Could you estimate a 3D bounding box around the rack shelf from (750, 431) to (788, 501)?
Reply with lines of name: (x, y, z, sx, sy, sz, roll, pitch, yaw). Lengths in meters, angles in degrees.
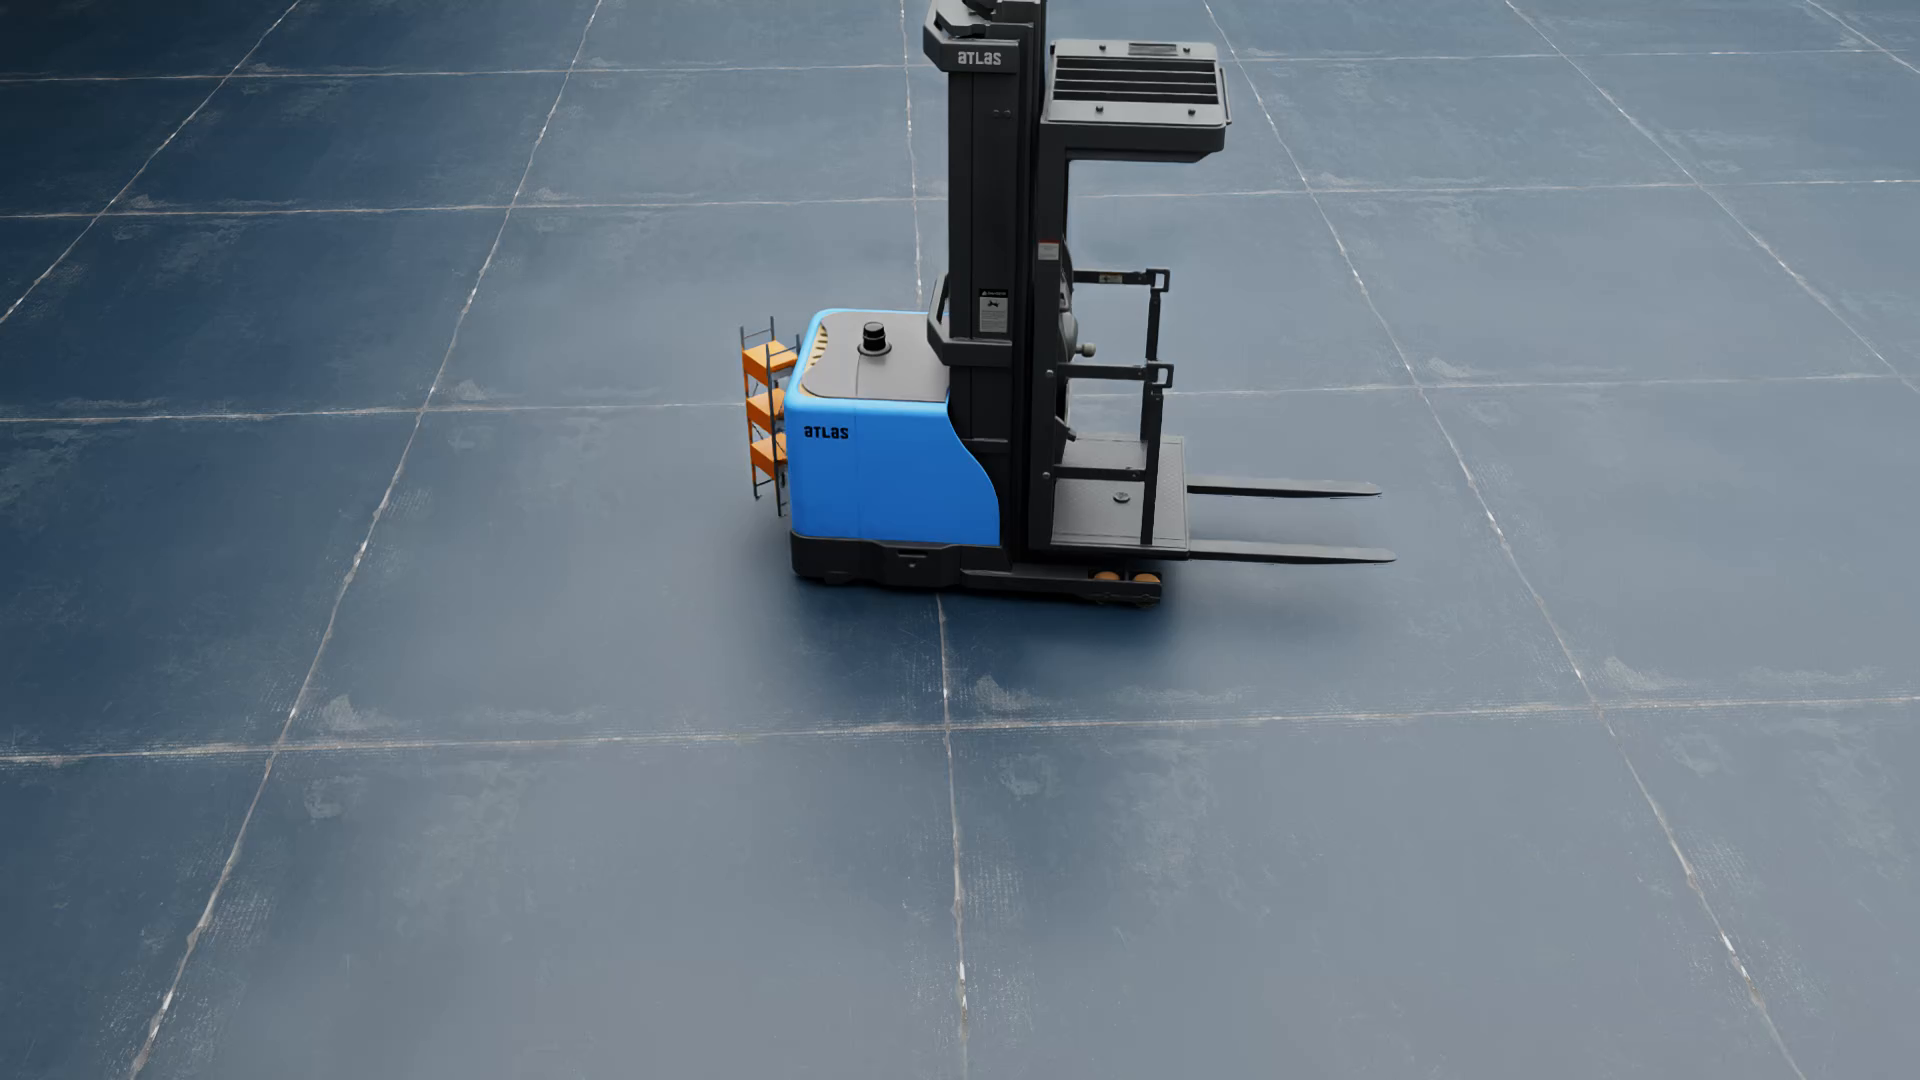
rack shelf: (-0.973, -0.404, 8.954, 0.215, 0.259, 0.240, -24, 41, -30)

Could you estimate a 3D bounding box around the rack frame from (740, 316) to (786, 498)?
rack frame: (-1.048, -0.696, 8.869, 0.200, 1.050, 0.008, -24, 41, -30)

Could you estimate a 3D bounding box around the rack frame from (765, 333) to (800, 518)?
rack frame: (-0.899, -0.586, 8.711, 0.200, 1.050, 0.008, -24, 41, -30)

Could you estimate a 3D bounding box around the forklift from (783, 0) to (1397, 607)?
forklift: (0.689, -1.188, 7.927, 3.031, 2.935, 1.130, 3, 35, 4)

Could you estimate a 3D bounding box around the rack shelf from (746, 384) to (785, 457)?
rack shelf: (-0.973, -0.632, 8.796, 0.215, 0.259, 0.240, -24, 41, -30)

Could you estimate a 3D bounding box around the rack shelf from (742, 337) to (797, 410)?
rack shelf: (-0.974, -0.866, 8.634, 0.215, 0.259, 0.240, -24, 41, -30)

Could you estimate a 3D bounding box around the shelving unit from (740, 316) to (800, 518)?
shelving unit: (-0.973, -0.641, 8.790, 0.215, 1.050, 0.252, -24, 41, -30)
